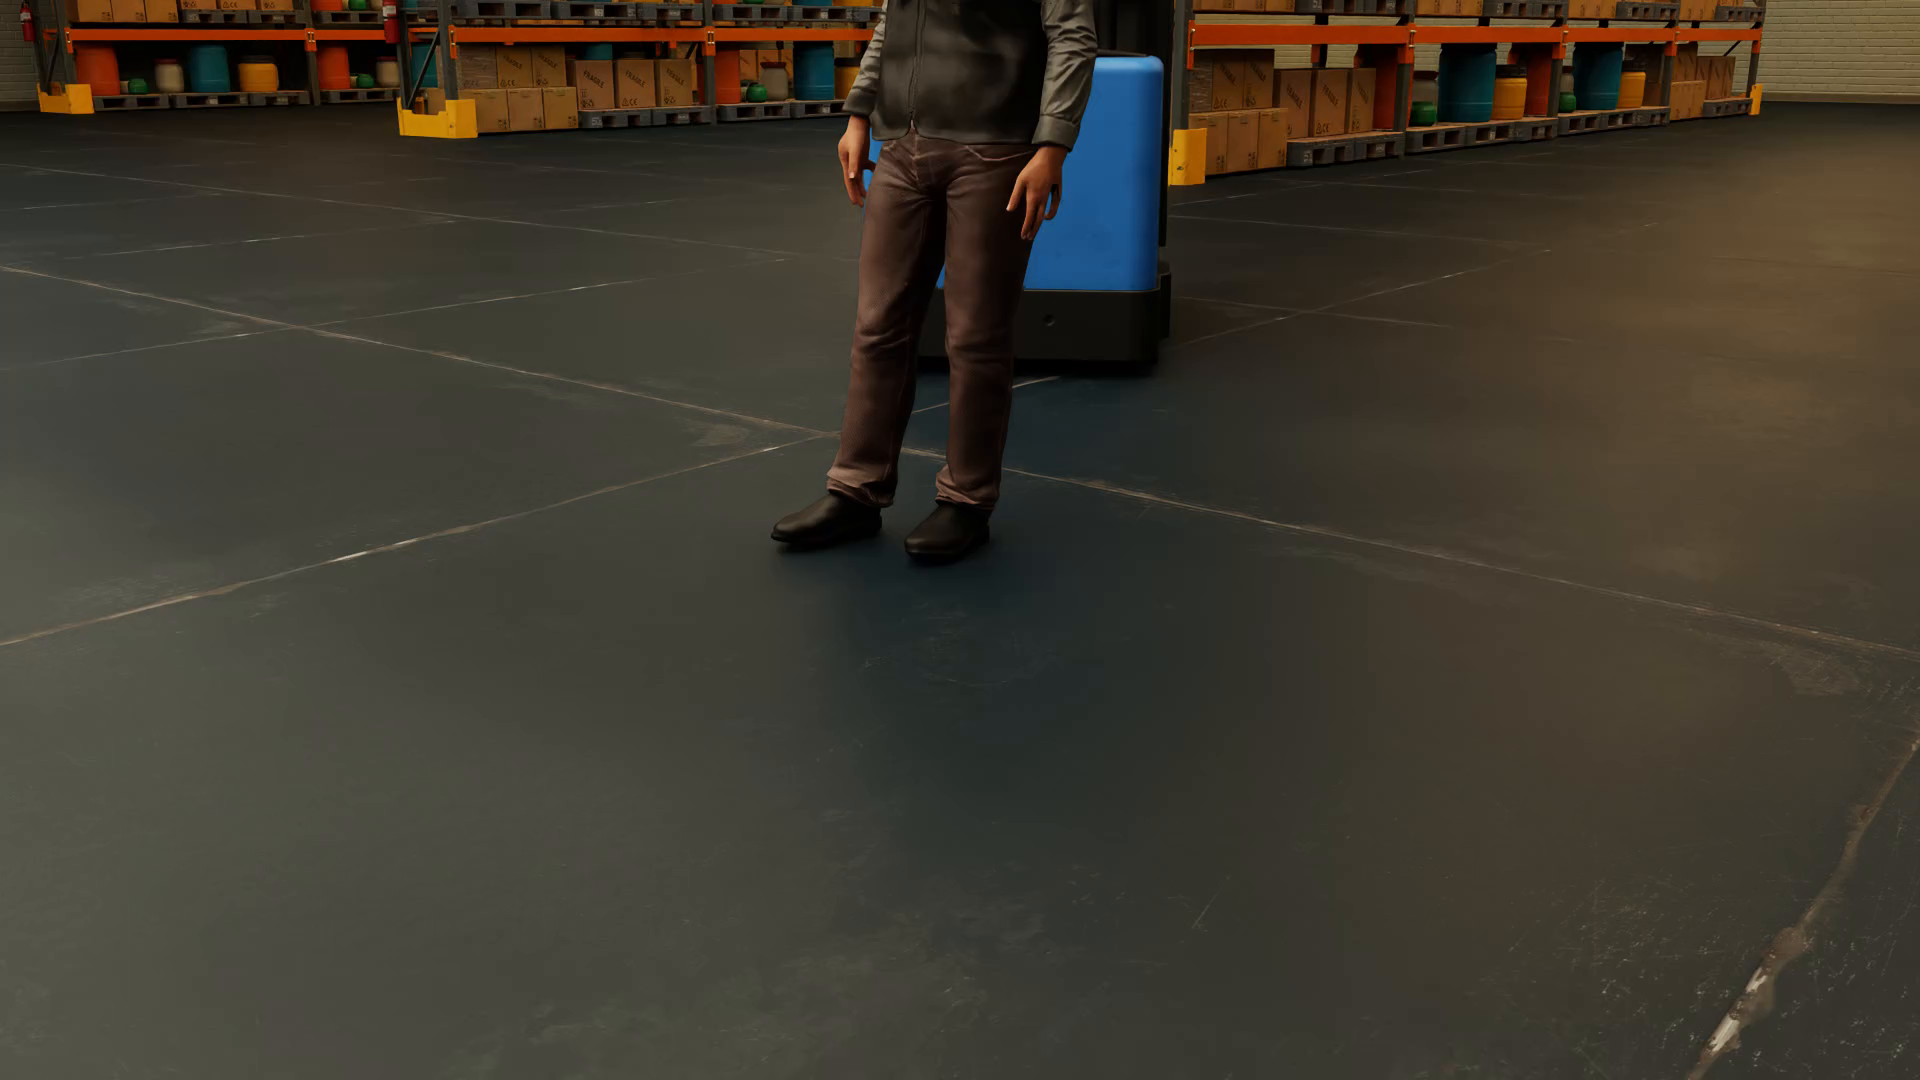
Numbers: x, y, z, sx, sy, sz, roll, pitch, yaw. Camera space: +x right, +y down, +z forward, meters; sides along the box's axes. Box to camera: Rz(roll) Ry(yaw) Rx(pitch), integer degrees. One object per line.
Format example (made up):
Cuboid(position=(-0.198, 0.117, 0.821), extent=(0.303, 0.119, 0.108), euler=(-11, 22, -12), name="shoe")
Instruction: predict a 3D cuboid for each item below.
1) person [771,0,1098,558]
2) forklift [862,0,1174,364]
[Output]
Cuboid(position=(-0.046, -0.818, 3.648), extent=(0.633, 1.722, 0.566), euler=(13, 21, 37), name="person")
Cuboid(position=(0.337, -2.398, 6.795), extent=(1.130, 2.935, 3.031), euler=(2, 17, 7), name="forklift")
